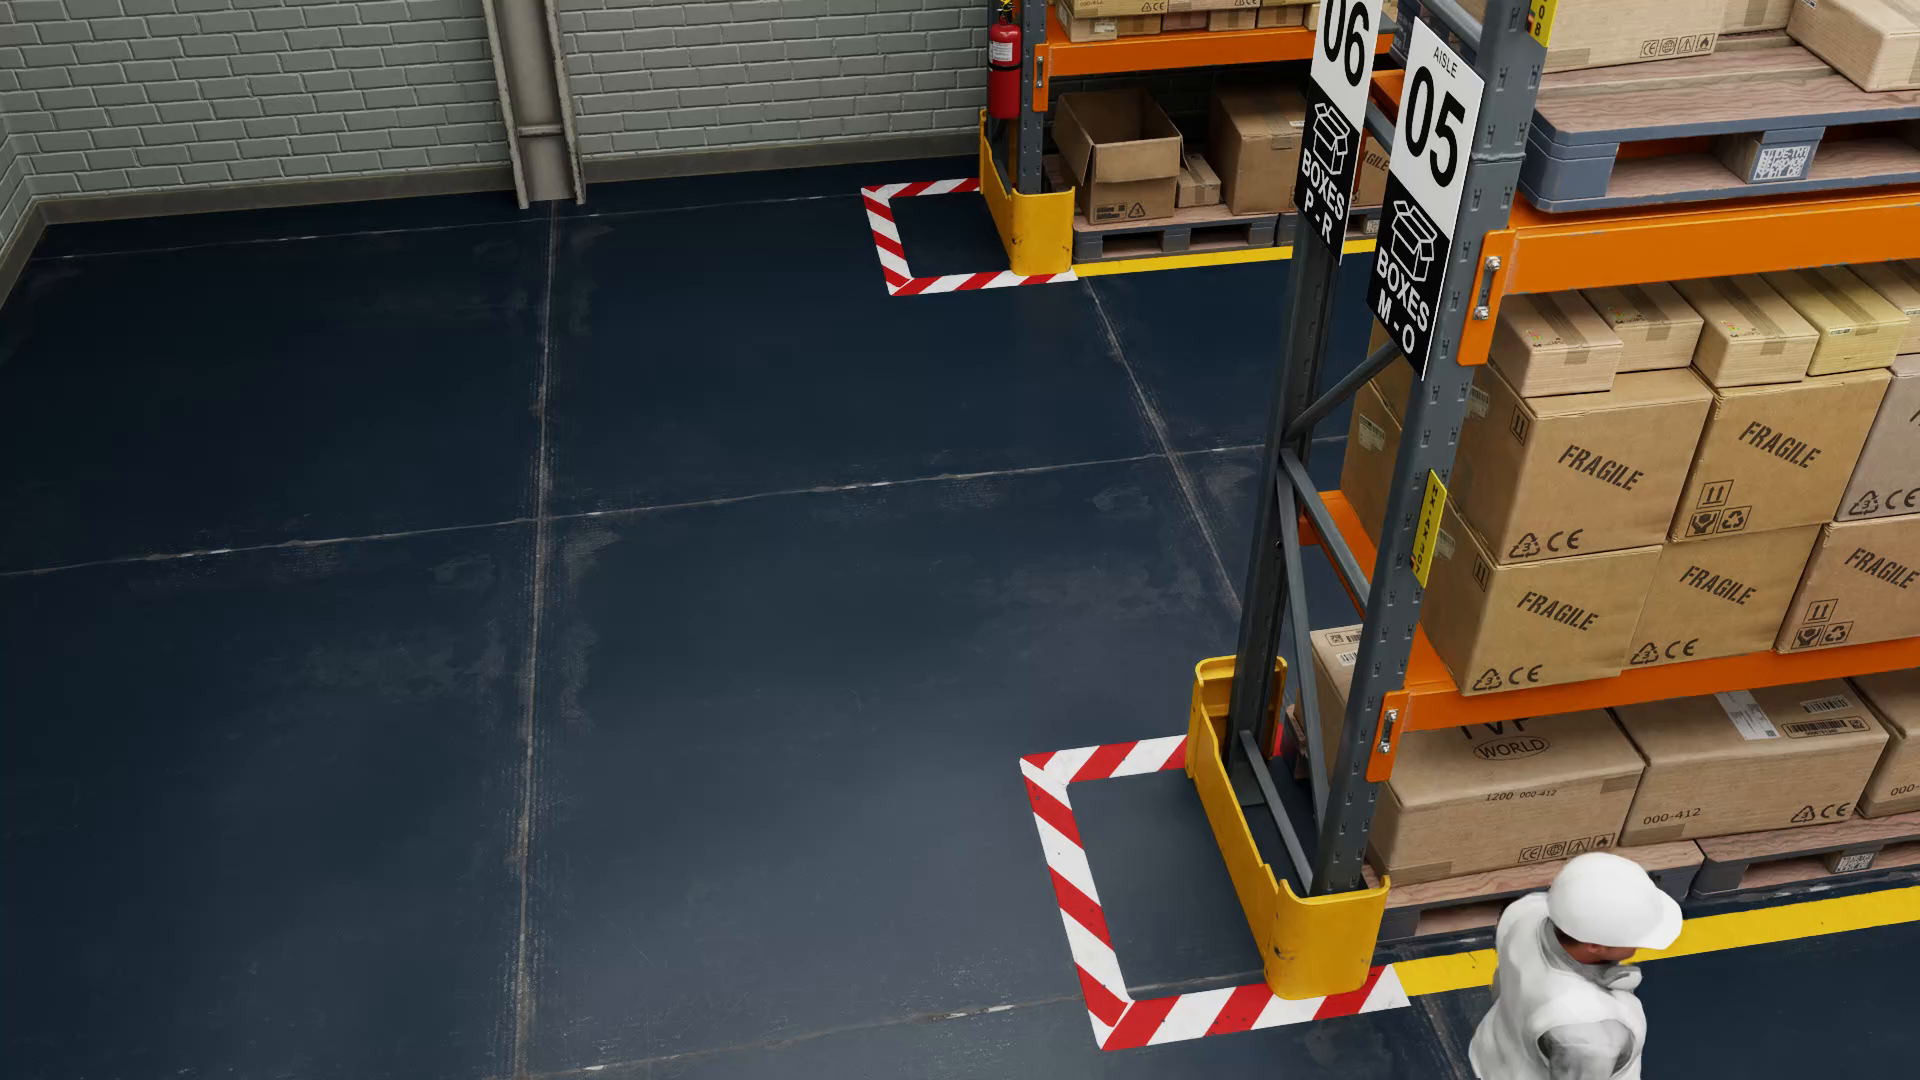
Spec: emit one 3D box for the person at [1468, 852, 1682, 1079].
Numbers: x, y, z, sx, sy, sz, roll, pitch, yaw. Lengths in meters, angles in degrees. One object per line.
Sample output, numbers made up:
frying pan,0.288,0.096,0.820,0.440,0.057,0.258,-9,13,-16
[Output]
person,1.544,1.434,4.323,0.667,1.767,0.628,-4,39,-5
